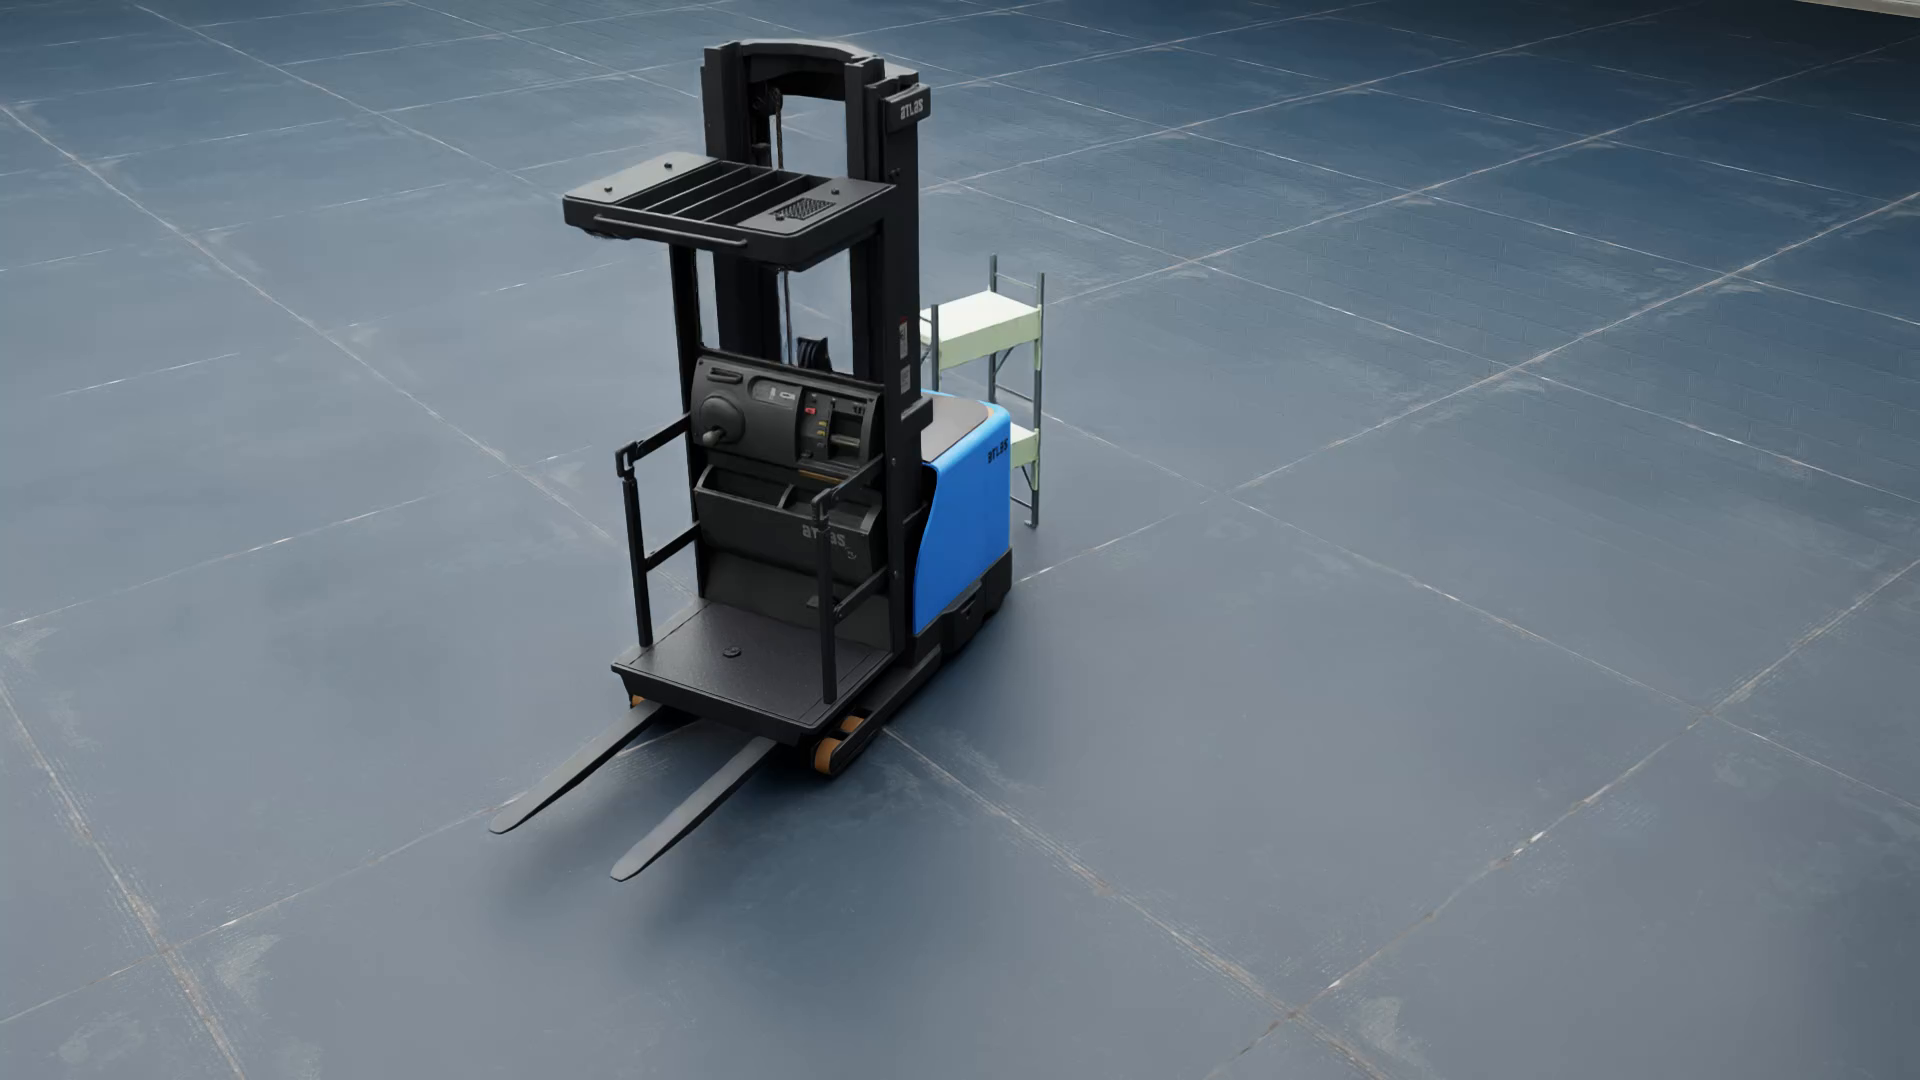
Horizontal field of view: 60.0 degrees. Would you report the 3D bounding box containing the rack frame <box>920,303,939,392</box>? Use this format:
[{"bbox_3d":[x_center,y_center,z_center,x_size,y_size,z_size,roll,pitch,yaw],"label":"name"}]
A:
[{"bbox_3d":[-0.247,-0.576,8.736,0.023,1.500,0.400,-23,36,-36],"label":"rack frame"}]

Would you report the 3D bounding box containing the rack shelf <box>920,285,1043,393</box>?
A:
[{"bbox_3d":[0.027,-1.035,8.767,0.720,0.370,0.431,-23,36,-36],"label":"rack shelf"}]

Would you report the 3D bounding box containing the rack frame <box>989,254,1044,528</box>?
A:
[{"bbox_3d":[0.301,-0.805,9.165,0.023,1.500,0.400,-23,36,-36],"label":"rack frame"}]

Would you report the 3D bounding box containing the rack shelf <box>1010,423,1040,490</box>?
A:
[{"bbox_3d":[0.027,-0.403,9.104,0.720,0.370,0.431,-23,36,-36],"label":"rack shelf"}]

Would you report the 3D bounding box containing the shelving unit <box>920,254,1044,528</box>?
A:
[{"bbox_3d":[0.027,-0.690,8.951,0.755,1.500,0.431,-23,36,-36],"label":"shelving unit"}]

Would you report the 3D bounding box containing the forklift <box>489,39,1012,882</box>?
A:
[{"bbox_3d":[-0.871,-0.498,7.073,1.130,2.935,3.031,14,31,25],"label":"forklift"}]
